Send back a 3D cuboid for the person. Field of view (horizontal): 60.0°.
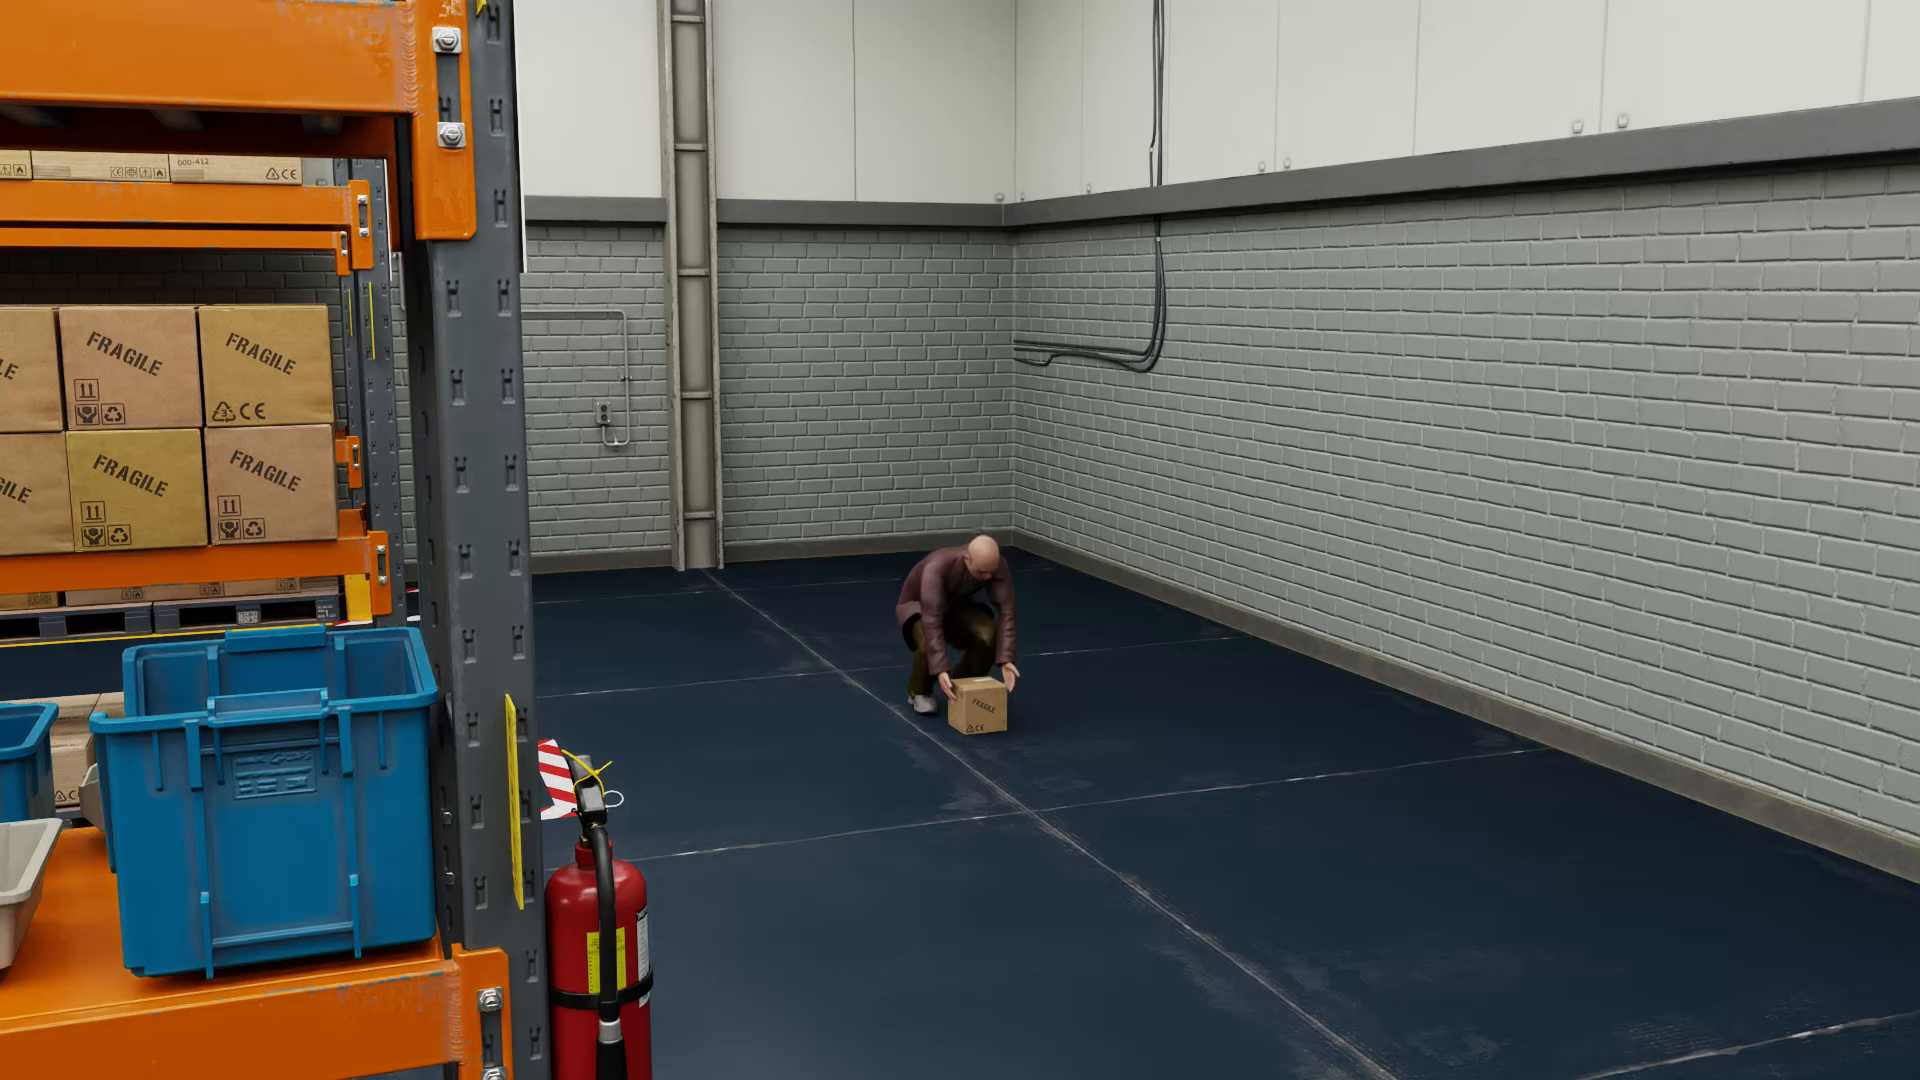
[{"bbox_3d":[-0.027,0.454,9.354,0.612,1.048,0.878,-3,9,-21],"label":"person"}]
